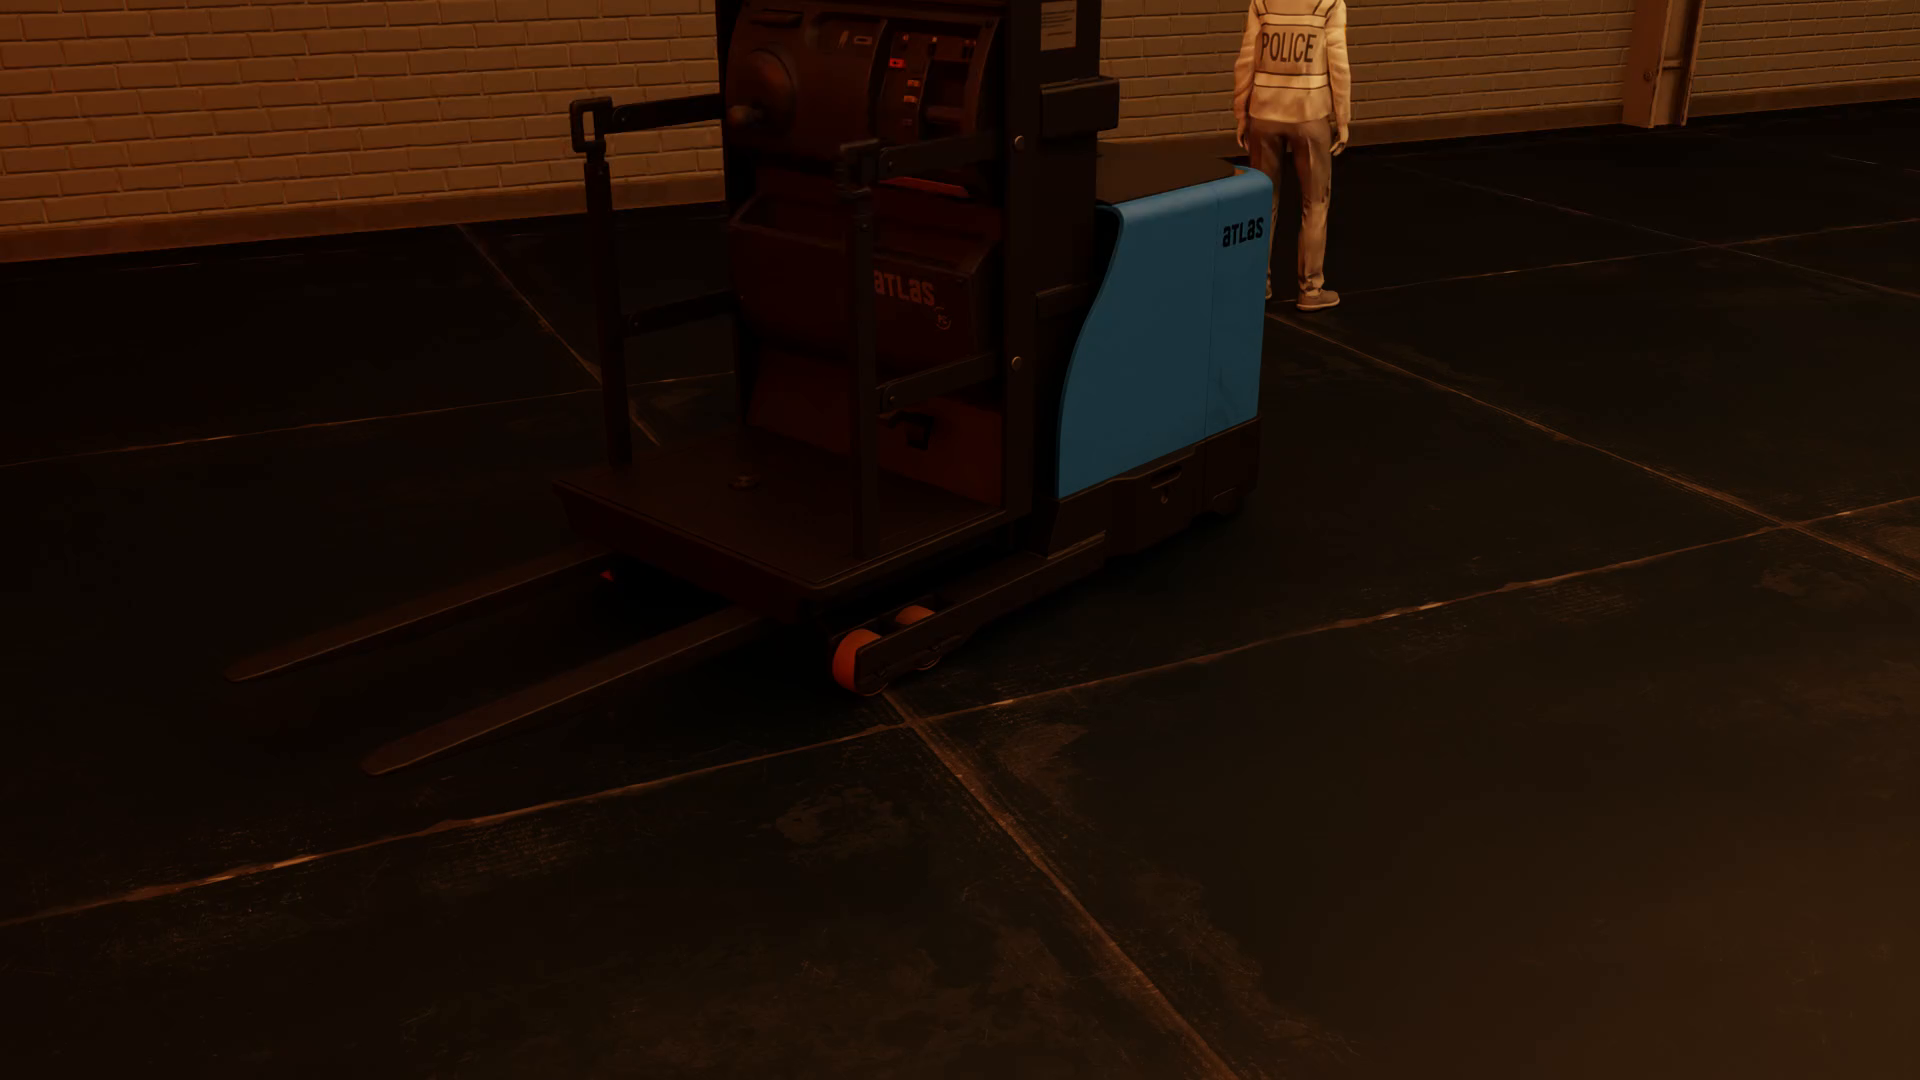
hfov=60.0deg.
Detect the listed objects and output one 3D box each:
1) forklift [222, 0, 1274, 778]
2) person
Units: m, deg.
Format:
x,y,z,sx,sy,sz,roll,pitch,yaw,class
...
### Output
x,y,z,sx,sy,sz,roll,pitch,yaw,class
-0.413,-1.182,4.131,1.130,2.935,3.031,19,29,39,forklift
1.482,-1.869,7.442,0.528,1.662,0.376,11,25,24,person
